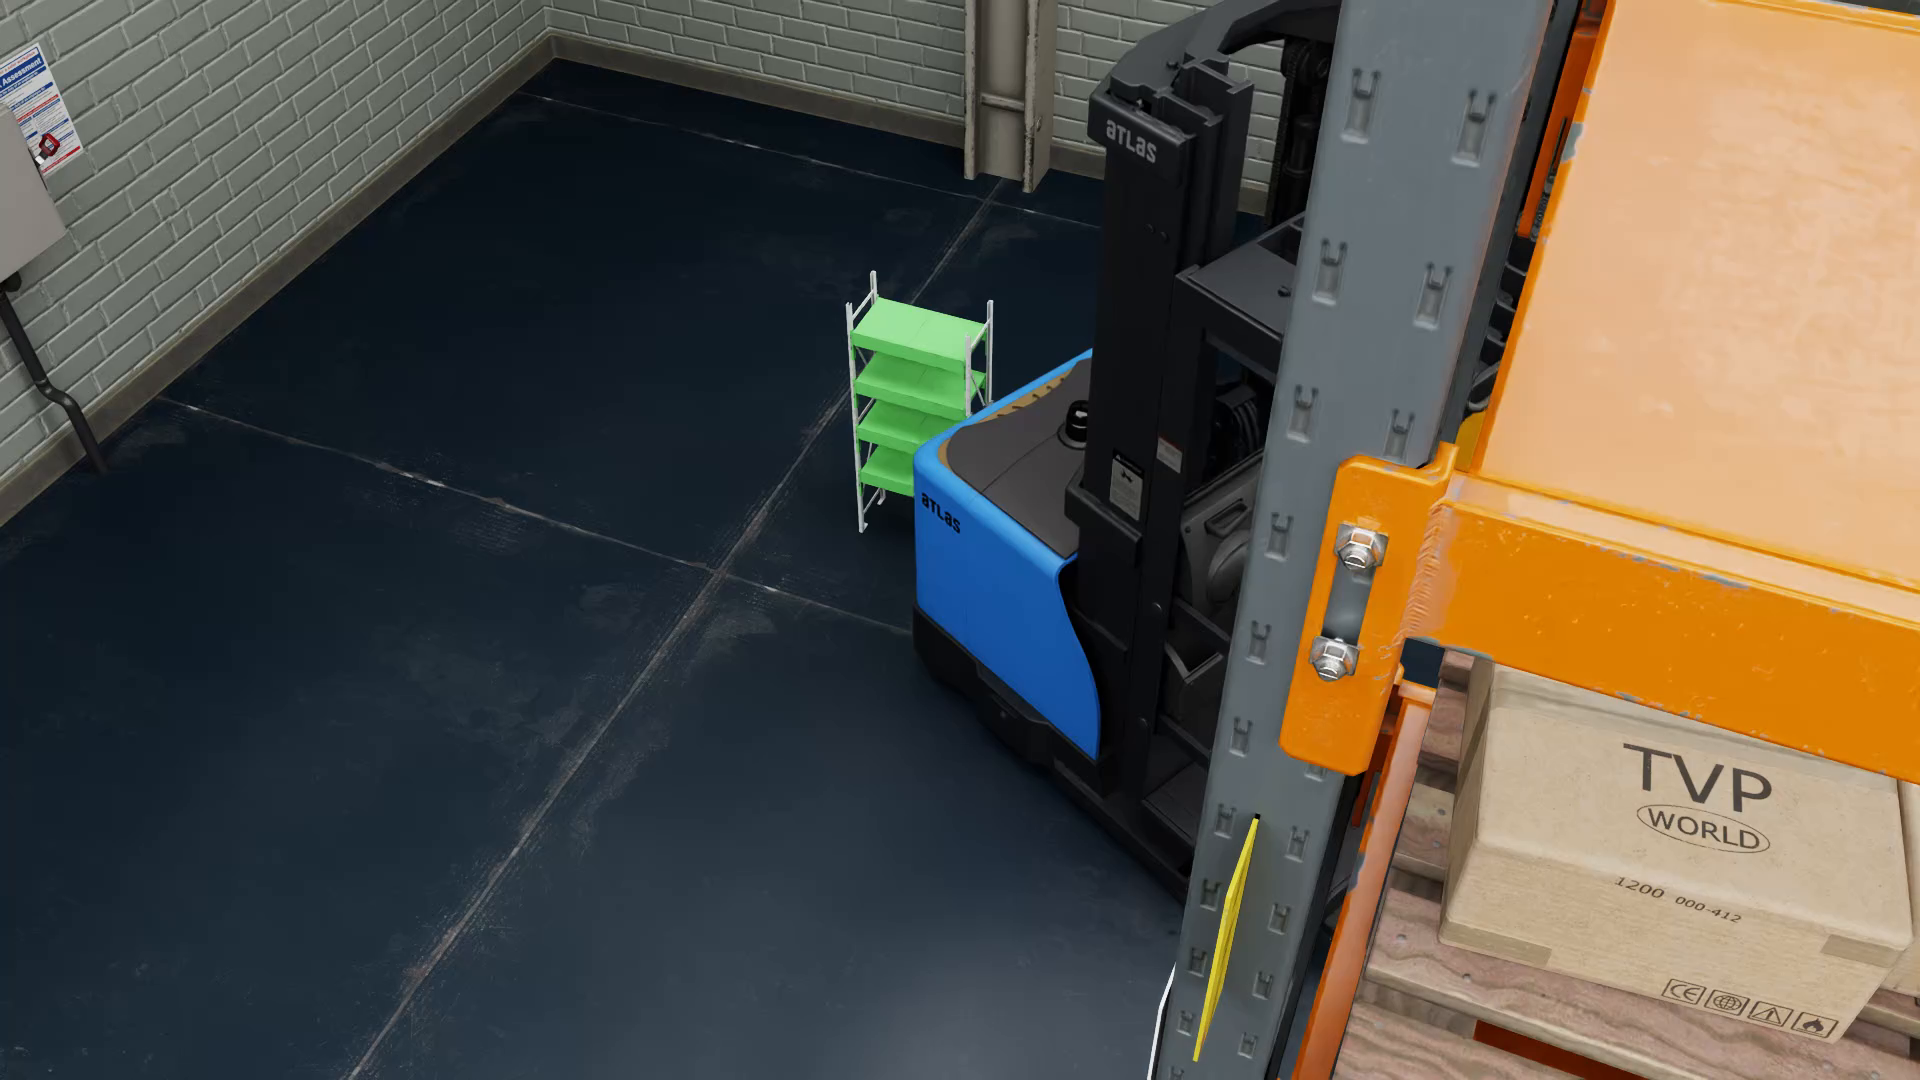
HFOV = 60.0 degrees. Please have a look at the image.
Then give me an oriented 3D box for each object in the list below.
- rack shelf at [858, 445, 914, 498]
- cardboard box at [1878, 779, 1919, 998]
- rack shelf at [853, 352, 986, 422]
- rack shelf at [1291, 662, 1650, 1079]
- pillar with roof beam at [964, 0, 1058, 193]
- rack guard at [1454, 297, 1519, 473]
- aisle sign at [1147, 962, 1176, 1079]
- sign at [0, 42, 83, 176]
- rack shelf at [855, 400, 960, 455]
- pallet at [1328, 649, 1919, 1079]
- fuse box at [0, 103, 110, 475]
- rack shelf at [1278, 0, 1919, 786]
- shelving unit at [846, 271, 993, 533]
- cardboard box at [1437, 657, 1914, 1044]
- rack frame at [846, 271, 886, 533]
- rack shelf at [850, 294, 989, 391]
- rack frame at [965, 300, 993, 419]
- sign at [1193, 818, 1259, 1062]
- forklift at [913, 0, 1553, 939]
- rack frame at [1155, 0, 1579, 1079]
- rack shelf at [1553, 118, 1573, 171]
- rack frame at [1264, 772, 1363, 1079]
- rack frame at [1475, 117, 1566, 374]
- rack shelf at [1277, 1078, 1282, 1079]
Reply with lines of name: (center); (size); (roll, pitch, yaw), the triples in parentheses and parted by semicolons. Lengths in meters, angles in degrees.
rack shelf: (-0.153, -0.255, 6.925); (0.480, 0.148, 0.258); (16, 47, 16)
cardboard box: (1.363, 0.431, 2.212); (0.250, 0.149, 0.380); (13, 46, 13)
rack shelf: (-0.153, -0.595, 6.587); (0.480, 0.148, 0.258); (16, 47, 16)
rack shelf: (2.341, 1.199, 2.140); (4.000, 0.370, 1.077); (16, 47, 16)
pillar with roof beam: (-1.396, -2.411, 3.132); (0.400, 9.000, 9.100); (16, 47, 16)
rack guard: (2.473, -0.861, 7.600); (0.348, 0.500, 1.175); (16, 47, 16)
aisle sign: (0.317, 0.712, 2.403); (0.004, 0.787, 0.394); (16, 47, 16)
sign: (-3.776, -1.723, 6.762); (0.001, 0.494, 0.329); (16, 47, 16)
rack shelf: (-0.153, -0.425, 6.756); (0.480, 0.148, 0.258); (16, 47, 16)
pallet: (1.184, 0.627, 2.268); (1.213, 0.211, 1.003); (16, 47, 16)
fuse box: (-3.775, -0.922, 6.803); (0.414, 1.711, 0.539); (16, 47, 16)
rack shelf: (2.341, 0.278, 1.223); (4.000, 0.370, 1.077); (16, 47, 16)
shelving unit: (-0.153, -0.470, 6.711); (0.503, 1.200, 0.258); (16, 47, 16)
cardboard box: (0.945, 0.334, 2.238); (0.500, 0.250, 0.500); (12, 46, 12)
rack frame: (-0.378, -0.537, 6.777); (0.015, 1.200, 0.240); (16, 47, 16)
rack shelf: (-0.153, -0.765, 6.417); (0.480, 0.148, 0.258); (16, 47, 16)
rack frame: (0.072, -0.404, 6.644); (0.015, 1.200, 0.240); (16, 47, 16)
sign: (0.276, 0.423, 1.735); (0.005, 0.325, 0.100); (16, 47, 16)
forklift: (1.159, -0.033, 5.045); (1.130, 2.935, 3.031); (-31, 53, -28)
rack frame: (0.495, -0.662, 1.374); (0.127, 3.000, 1.000); (16, 47, 16)
rack shelf: (4.248, -0.969, 6.447); (4.000, 0.370, 1.077); (16, 47, 16)
rack frame: (0.495, 1.465, 3.490); (0.127, 3.000, 1.000); (16, 47, 16)
rack frame: (2.402, -1.768, 6.739); (0.127, 3.000, 1.000); (16, 47, 16)
rack shelf: (2.341, 2.263, 3.198); (4.000, 0.370, 1.077); (16, 47, 16)
